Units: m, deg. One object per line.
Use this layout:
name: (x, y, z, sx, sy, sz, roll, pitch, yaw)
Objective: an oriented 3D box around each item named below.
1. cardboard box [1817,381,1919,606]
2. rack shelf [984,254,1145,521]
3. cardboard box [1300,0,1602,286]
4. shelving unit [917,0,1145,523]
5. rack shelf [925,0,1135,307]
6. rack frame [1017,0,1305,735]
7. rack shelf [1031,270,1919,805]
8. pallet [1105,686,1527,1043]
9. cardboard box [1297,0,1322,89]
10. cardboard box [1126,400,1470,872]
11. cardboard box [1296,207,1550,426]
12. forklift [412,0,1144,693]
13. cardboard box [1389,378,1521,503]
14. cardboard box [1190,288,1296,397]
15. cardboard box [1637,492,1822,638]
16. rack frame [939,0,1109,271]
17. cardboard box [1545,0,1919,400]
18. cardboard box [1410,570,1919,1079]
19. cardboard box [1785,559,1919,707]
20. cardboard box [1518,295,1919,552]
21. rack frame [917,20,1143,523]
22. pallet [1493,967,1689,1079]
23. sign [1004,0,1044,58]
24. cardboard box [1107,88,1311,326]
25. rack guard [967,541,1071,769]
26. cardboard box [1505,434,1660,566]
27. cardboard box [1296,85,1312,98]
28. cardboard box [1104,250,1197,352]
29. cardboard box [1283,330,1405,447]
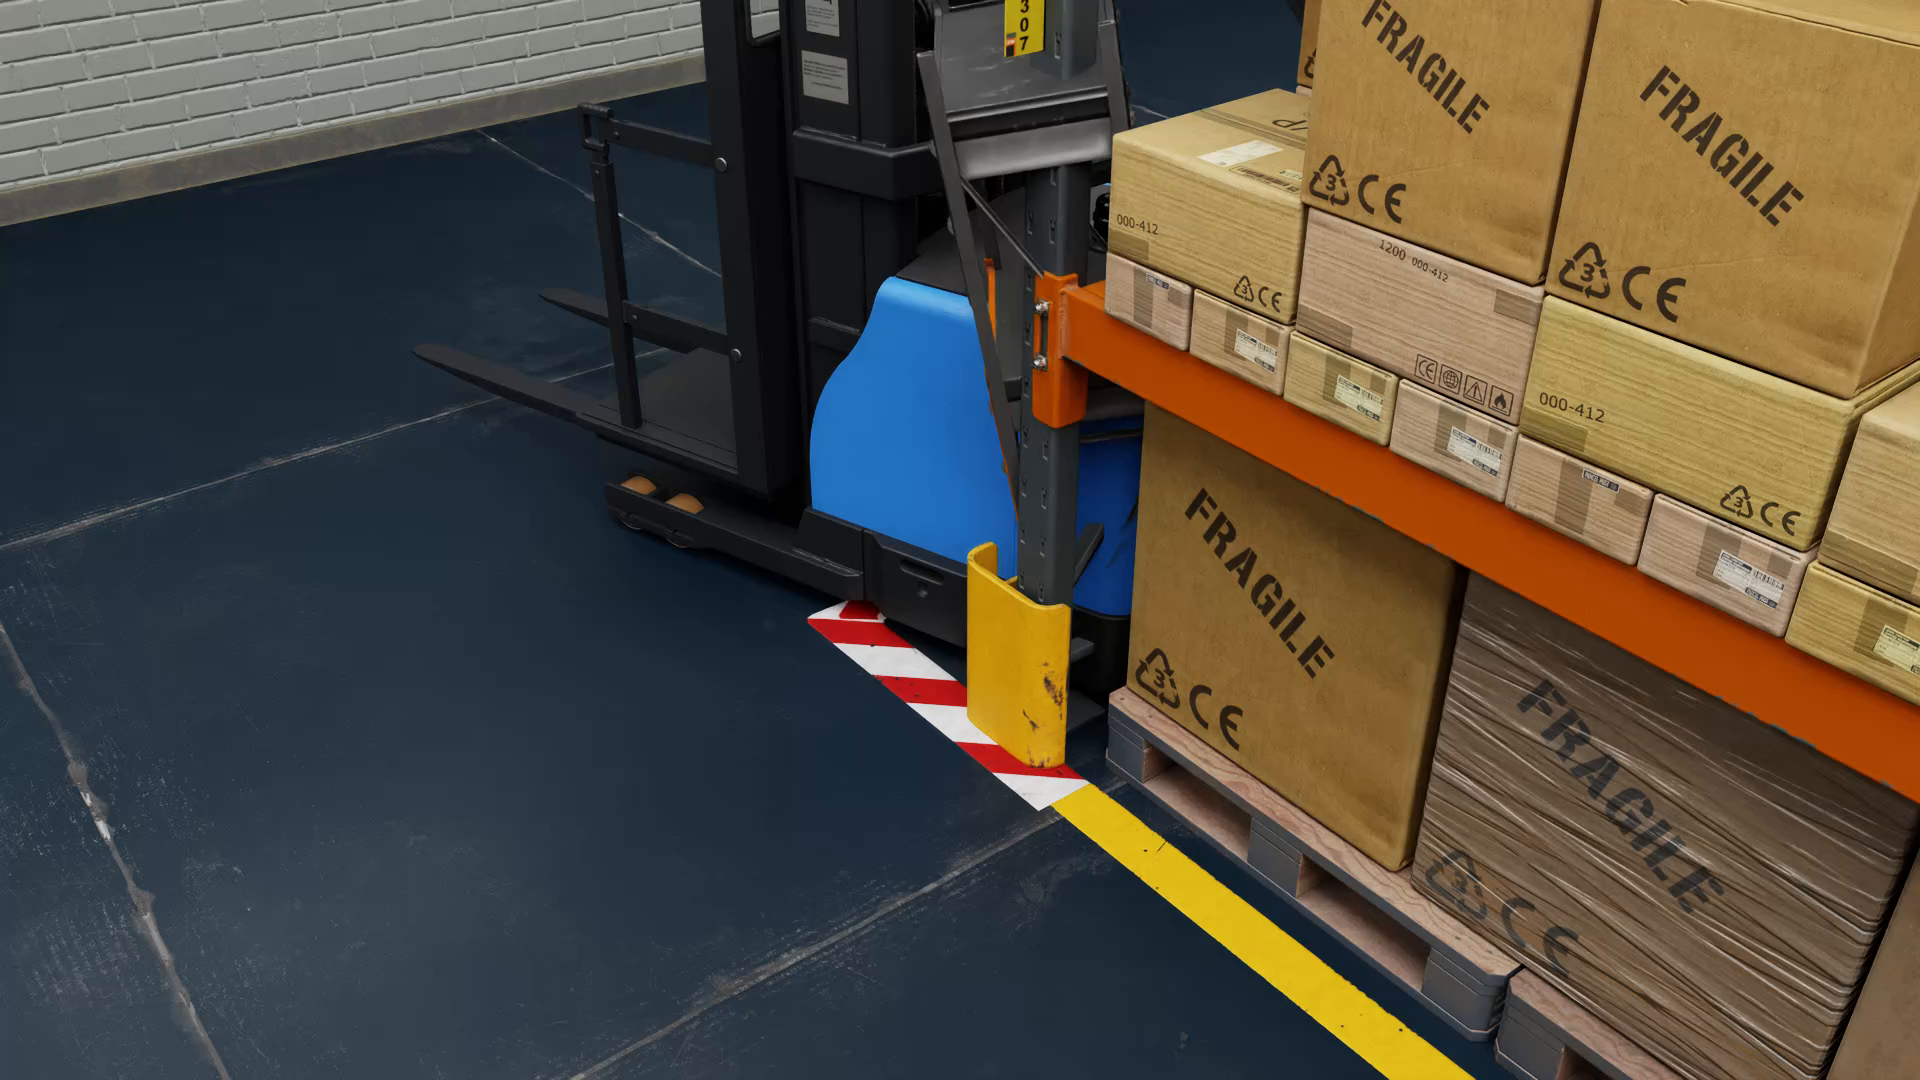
cardboard box: (1.608, -0.053, 2.352, 0.500, 0.250, 0.500, -23, 39, -32)
rack shelf: (0.309, -0.395, 4.205, 0.431, 0.518, 0.480, -8, 42, 8)
cardboard box: (0.962, -0.804, 2.851, 0.500, 0.500, 0.500, -23, 39, -32)
shelving unit: (0.306, -0.405, 4.196, 0.431, 2.100, 0.503, -8, 42, 8)
rack shelf: (0.179, -0.903, 3.741, 0.431, 0.518, 0.480, -8, 42, 8)
rack frame: (0.574, -0.918, 3.886, 1.000, 3.000, 0.127, -22, 38, -31)
rack shelf: (1.800, 0.221, 2.734, 1.077, 0.370, 4.000, -22, 38, -31)
pallet: (1.126, 0.574, 4.126, 1.003, 0.211, 1.213, -22, 38, -31)
cardboard box: (1.080, -1.182, 3.459, 0.500, 0.500, 0.500, -22, 38, -31)
cardboard box: (1.030, 0.047, 3.948, 0.875, 0.875, 0.875, -22, 38, -31)
cardboard box: (0.979, -0.479, 3.039, 0.500, 0.250, 0.500, -23, 38, -32)
forklift: (-0.515, -1.430, 4.774, 3.031, 2.935, 1.130, 20, 37, 29)
cardboard box: (1.008, -0.236, 3.025, 0.380, 0.149, 0.250, -23, 39, -32)
cardboard box: (0.689, -0.451, 3.371, 0.380, 0.149, 0.250, -23, 38, -32)
cardboard box: (1.321, -0.022, 2.680, 0.380, 0.149, 0.250, -23, 38, -32)
rack frame: (0.309, -0.570, 4.376, 0.400, 2.100, 0.015, -8, 42, 8)
cardboard box: (1.284, -0.590, 2.506, 0.500, 0.500, 0.500, -23, 39, -33)
cardboard box: (1.588, 0.426, 3.337, 0.875, 0.875, 0.875, -22, 38, -31)
cardboard box: (1.475, 0.084, 2.511, 0.380, 0.149, 0.250, -23, 39, -33)
cardboard box: (1.284, -0.269, 2.700, 0.500, 0.250, 0.500, -24, 39, -33)
rack frame: (0.304, -0.240, 4.016, 0.400, 2.100, 0.015, -8, 42, 8)
pallet: (1.870, 1.082, 3.308, 1.003, 0.211, 1.213, -22, 38, -31)
sign: (0.132, -1.143, 3.351, 0.100, 0.325, 0.005, -22, 38, -31)
cardboard box: (0.655, -0.694, 3.384, 0.500, 0.250, 0.500, -23, 39, -33)
rack guard: (0.559, 0.133, 4.561, 1.175, 0.500, 0.348, -22, 38, -31)
cardboard box: (1.163, -0.129, 2.853, 0.380, 0.149, 0.250, -23, 39, -32)
cardboard box: (1.081, -0.865, 3.660, 0.500, 0.250, 0.500, -23, 39, -32)
cardboard box: (0.531, -0.557, 3.542, 0.380, 0.149, 0.250, -22, 38, -31)
cardboard box: (0.847, -0.344, 3.199, 0.380, 0.149, 0.250, -23, 39, -32)
